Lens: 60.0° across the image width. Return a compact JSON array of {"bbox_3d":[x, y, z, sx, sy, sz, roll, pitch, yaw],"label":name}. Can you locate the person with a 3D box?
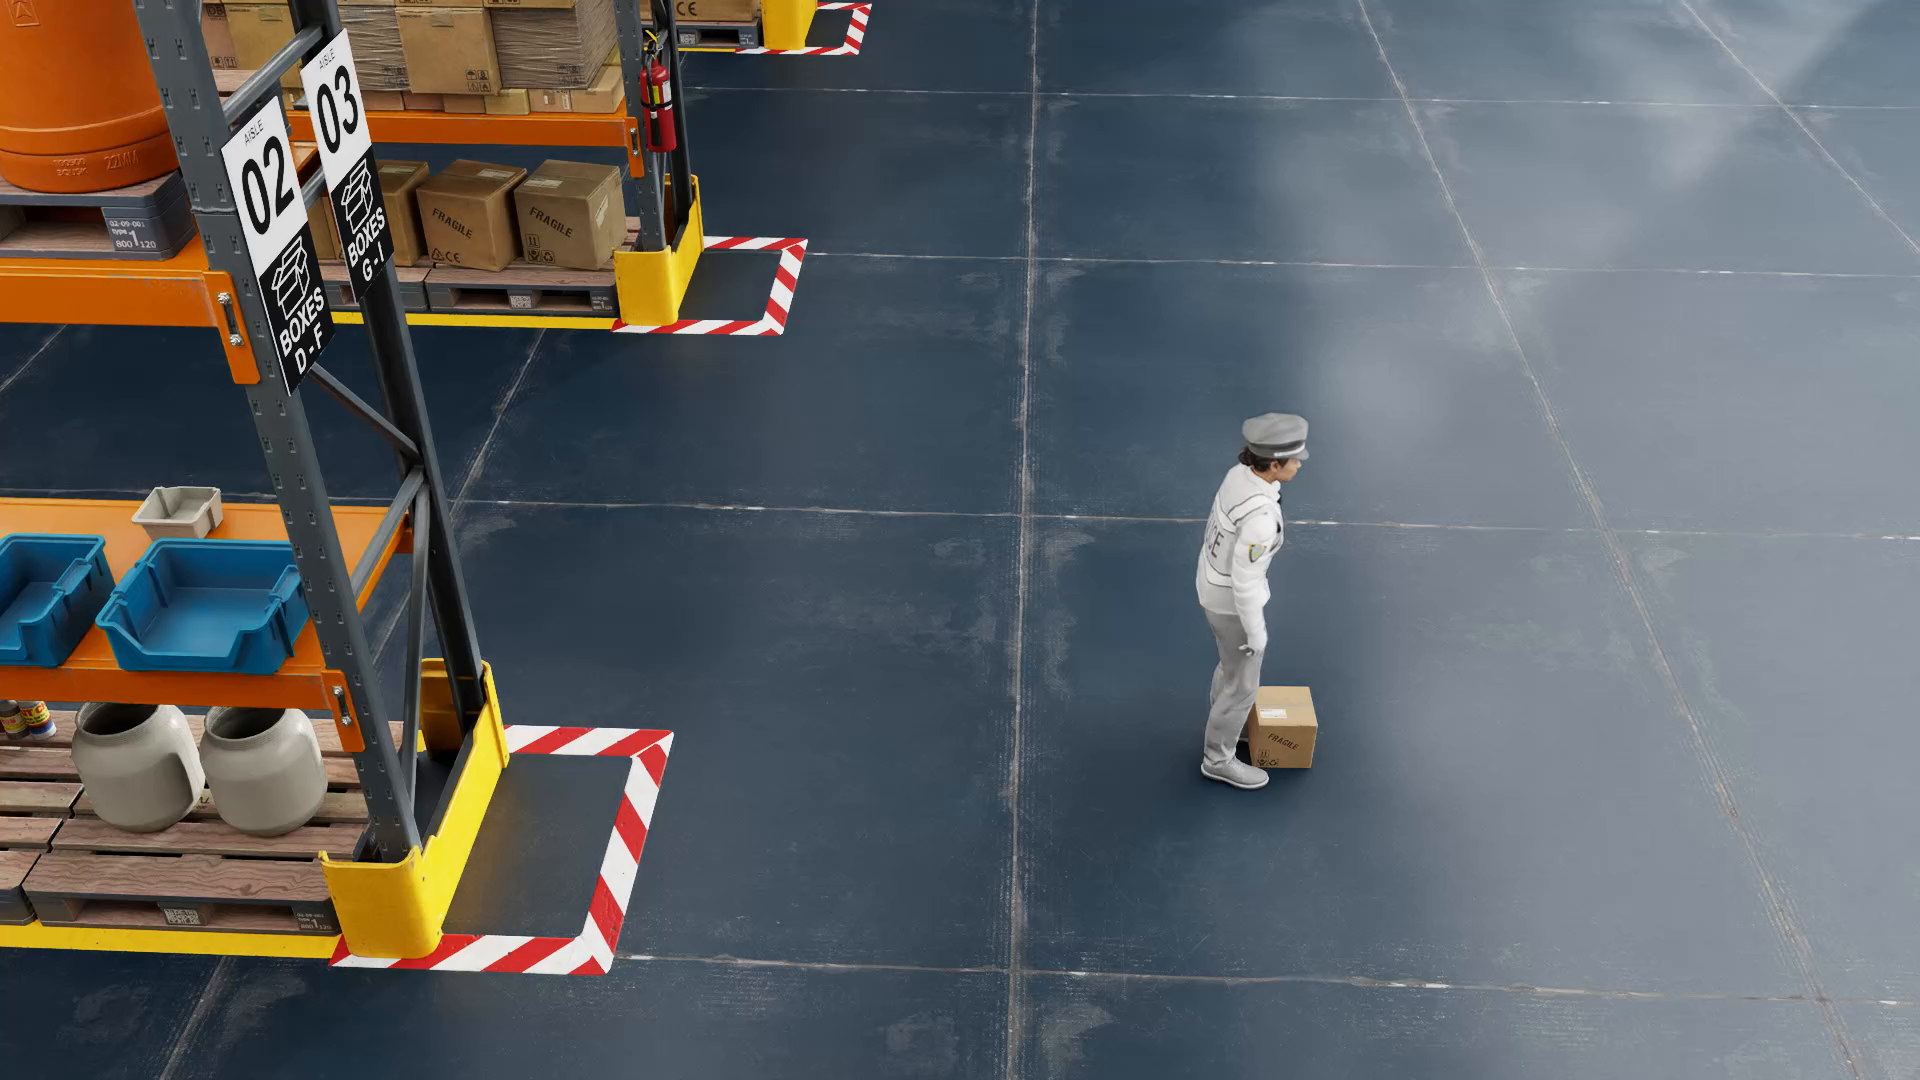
[{"bbox_3d":[1.167,0.238,6.782,0.403,1.664,0.528,1,36,2],"label":"person"}]
